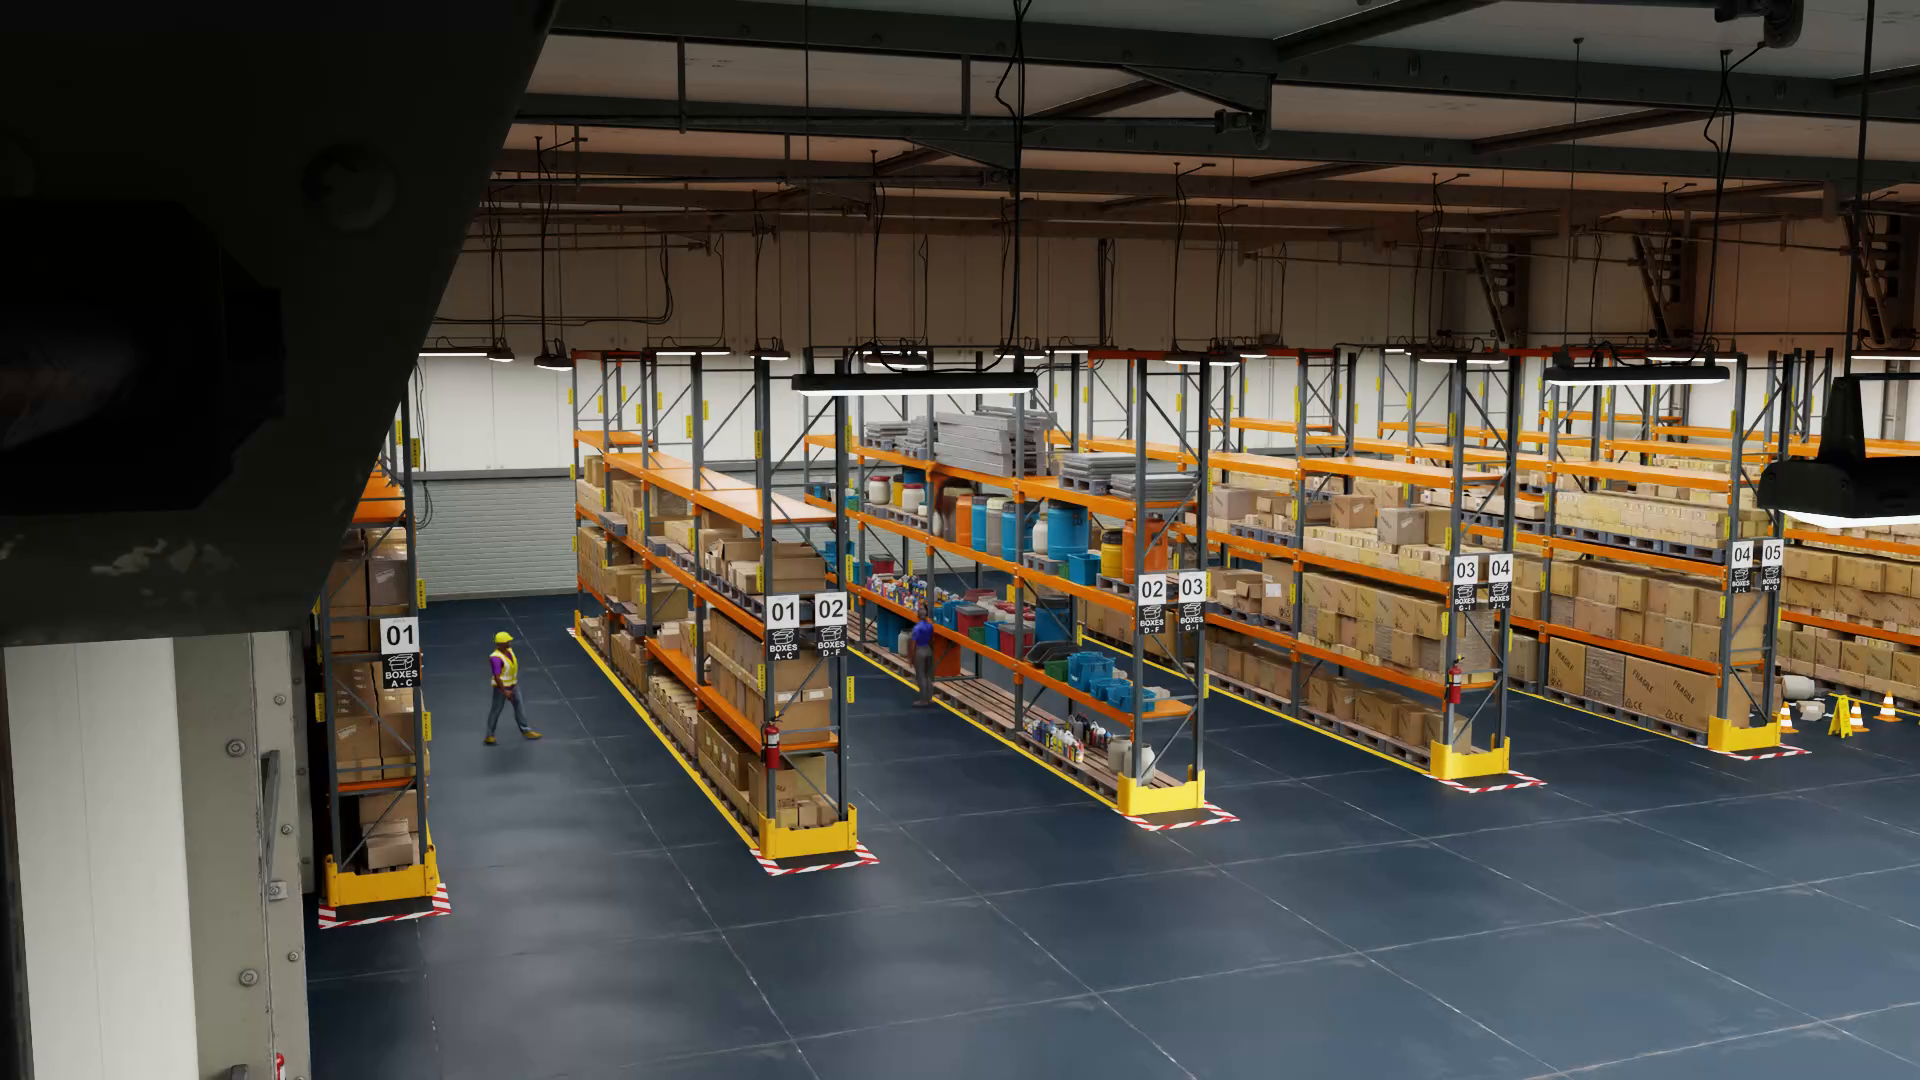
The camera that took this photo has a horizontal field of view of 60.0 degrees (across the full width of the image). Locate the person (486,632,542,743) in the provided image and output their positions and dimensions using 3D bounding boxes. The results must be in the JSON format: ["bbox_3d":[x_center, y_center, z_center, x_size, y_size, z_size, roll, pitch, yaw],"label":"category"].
[{"bbox_3d":[-7.013,2.265,25.844,0.679,1.739,0.716,3,8,24],"label":"person"}]

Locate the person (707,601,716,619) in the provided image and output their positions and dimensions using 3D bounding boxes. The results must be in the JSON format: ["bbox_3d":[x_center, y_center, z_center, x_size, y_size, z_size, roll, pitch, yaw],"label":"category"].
[{"bbox_3d":[-5.013,1.380,33.274,0.527,1.639,0.975,-4,8,-27],"label":"person"}]

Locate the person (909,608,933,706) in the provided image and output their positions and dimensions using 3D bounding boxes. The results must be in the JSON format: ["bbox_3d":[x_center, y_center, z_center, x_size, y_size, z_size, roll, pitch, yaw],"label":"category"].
[{"bbox_3d":[-0.633,1.996,28.255,0.359,1.698,0.576,5,9,35],"label":"person"}]
